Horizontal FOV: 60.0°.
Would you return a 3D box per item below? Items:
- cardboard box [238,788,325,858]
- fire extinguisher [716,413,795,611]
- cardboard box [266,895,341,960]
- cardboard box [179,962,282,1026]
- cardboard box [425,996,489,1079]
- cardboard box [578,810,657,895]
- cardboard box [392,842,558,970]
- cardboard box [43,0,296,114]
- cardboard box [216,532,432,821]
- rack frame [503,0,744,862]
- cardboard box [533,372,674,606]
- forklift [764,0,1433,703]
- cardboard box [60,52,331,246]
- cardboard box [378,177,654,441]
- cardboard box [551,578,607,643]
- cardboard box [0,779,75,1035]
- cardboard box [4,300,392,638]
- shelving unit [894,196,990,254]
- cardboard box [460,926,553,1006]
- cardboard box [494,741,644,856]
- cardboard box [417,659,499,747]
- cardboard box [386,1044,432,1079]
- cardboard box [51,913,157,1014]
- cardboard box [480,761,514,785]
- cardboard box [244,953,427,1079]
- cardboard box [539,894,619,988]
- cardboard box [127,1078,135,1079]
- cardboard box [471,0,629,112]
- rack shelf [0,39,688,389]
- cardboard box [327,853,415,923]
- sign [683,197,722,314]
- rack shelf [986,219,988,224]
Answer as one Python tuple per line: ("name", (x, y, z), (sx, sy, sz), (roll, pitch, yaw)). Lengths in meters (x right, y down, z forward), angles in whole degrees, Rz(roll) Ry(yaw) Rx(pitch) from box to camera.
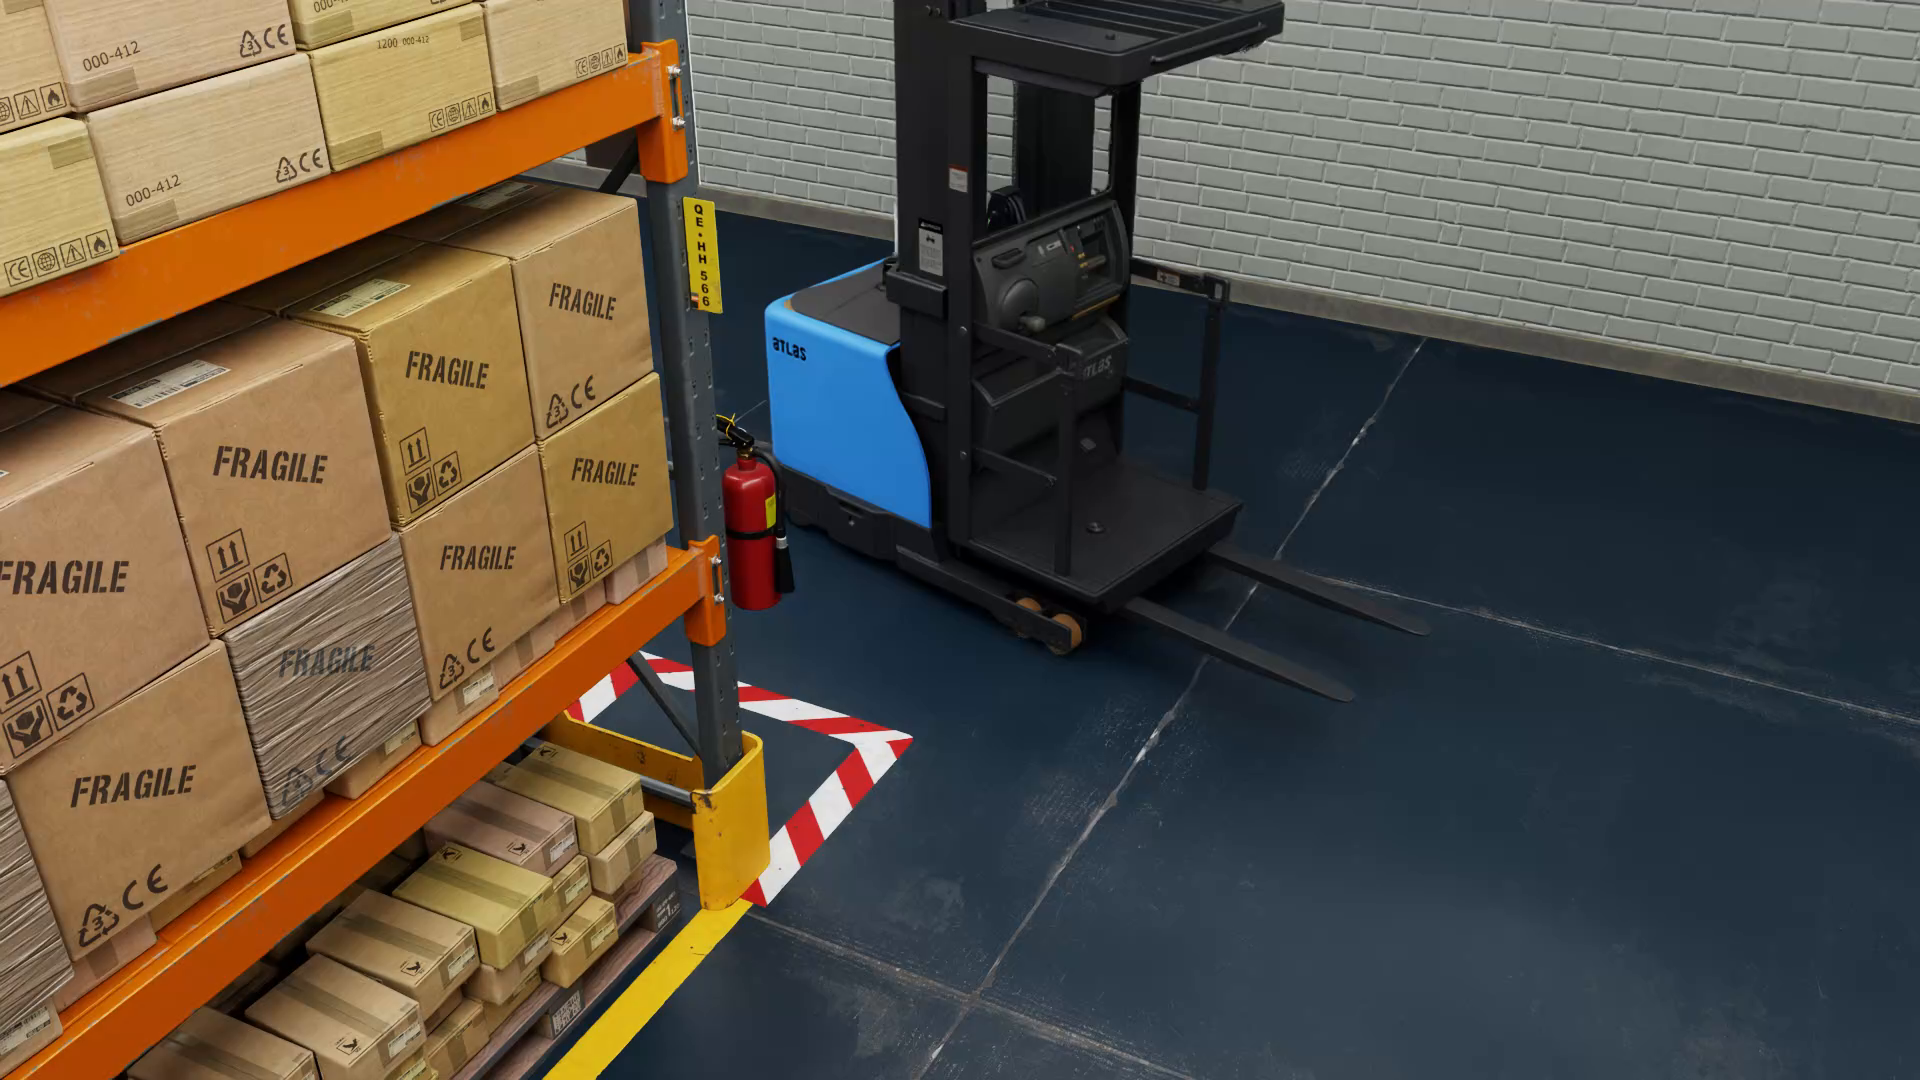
("cardboard box", (-1.764, 0.582, 3.977), (0.380, 0.149, 0.250), (13, 32, 21))
("fire extinguisher", (-0.676, -0.099, 5.362), (0.296, 0.674, 0.183), (14, 33, 23))
("cardboard box", (-2.029, 1.025, 4.796), (0.380, 0.149, 0.250), (13, 32, 21))
("cardboard box", (-2.126, 1.278, 4.655), (0.380, 0.149, 0.250), (13, 32, 21))
("cardboard box", (-1.581, 1.395, 4.750), (0.380, 0.149, 0.250), (15, 33, 24))
("cardboard box", (-1.188, 0.937, 5.249), (0.380, 0.149, 0.250), (13, 32, 22))
("cardboard box", (-1.387, 1.043, 4.764), (0.380, 0.149, 0.250), (14, 33, 22))
("cardboard box", (-1.652, -1.024, 3.158), (0.500, 0.250, 0.500), (15, 33, 24))
("cardboard box", (-1.639, 0.252, 3.899), (0.500, 0.500, 0.500), (14, 33, 23))
("rack frame", (-1.201, -0.287, 5.237), (1.000, 3.000, 0.127), (14, 33, 23))
("cardboard box", (-1.177, -0.202, 4.690), (0.500, 0.500, 0.500), (15, 33, 24))
("forklift", (0.544, -1.091, 6.707), (3.031, 2.935, 1.130), (24, 37, 35))
("cardboard box", (-1.637, -0.816, 3.298), (0.500, 0.250, 0.500), (16, 33, 25))
("cardboard box", (-1.188, -0.634, 4.438), (0.500, 0.500, 0.500), (14, 33, 22))
("cardboard box", (-1.245, 0.132, 4.759), (0.380, 0.149, 0.250), (14, 33, 23))
("cardboard box", (-2.093, 0.716, 3.093), (0.500, 0.500, 0.500), (14, 33, 22))
("cardboard box", (-1.648, -0.176, 3.642), (0.500, 0.500, 0.500), (16, 34, 26))
("shelving unit", (-0.054, -1.120, 8.496), (0.503, 1.200, 0.258), (-7, 31, -12))
("cardboard box", (-1.423, 1.168, 4.847), (0.380, 0.149, 0.250), (13, 32, 21))
("cardboard box", (-1.217, 0.801, 5.186), (0.380, 0.149, 0.250), (15, 33, 24))
("cardboard box", (-1.441, 0.365, 4.354), (0.380, 0.149, 0.250), (15, 33, 25))
("cardboard box", (-1.647, 1.400, 4.442), (0.380, 0.149, 0.250), (15, 33, 24))
("cardboard box", (-1.966, 0.820, 3.563), (0.380, 0.149, 0.250), (16, 33, 25))
("cardboard box", (-1.669, 0.812, 5.466), (0.380, 0.149, 0.250), (16, 33, 25))
("cardboard box", (-1.635, 1.276, 4.360), (0.380, 0.149, 0.250), (16, 33, 25))
("cardboard box", (-1.283, 1.185, 5.115), (0.380, 0.149, 0.250), (15, 33, 25))
("cardboard box", (-1.948, 1.490, 3.987), (0.380, 0.149, 0.250), (14, 33, 24))
("cardboard box", (-1.173, -1.261, 4.072), (0.500, 0.250, 0.500), (14, 33, 22))
("rack shelf", (-2.113, -0.389, 3.126), (1.077, 0.370, 4.000), (14, 33, 23))
("cardboard box", (-1.876, 1.050, 5.053), (0.380, 0.149, 0.250), (15, 33, 24))
("sign", (-0.717, -0.791, 4.636), (0.100, 0.325, 0.005), (14, 33, 23))
("rack shelf", (-0.054, -1.481, 8.289), (0.480, 0.148, 0.258), (-7, 31, -12))
